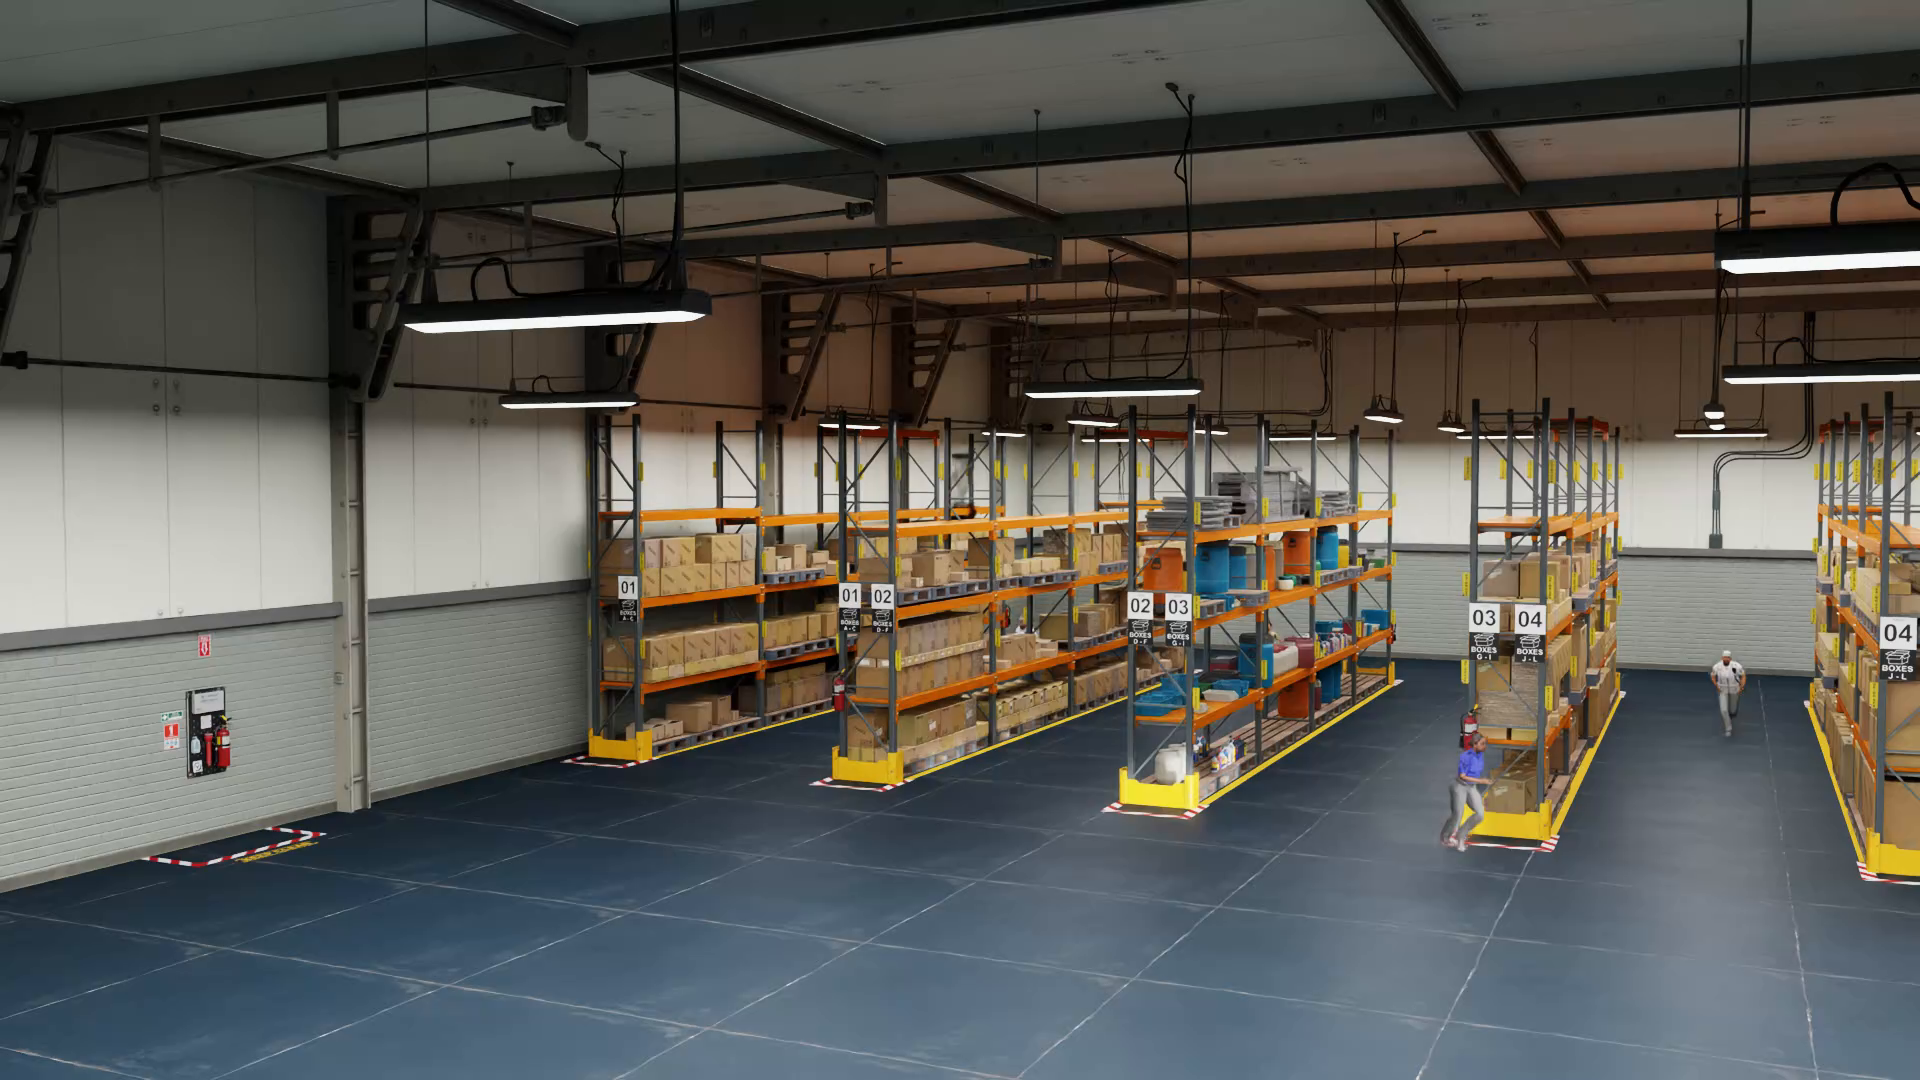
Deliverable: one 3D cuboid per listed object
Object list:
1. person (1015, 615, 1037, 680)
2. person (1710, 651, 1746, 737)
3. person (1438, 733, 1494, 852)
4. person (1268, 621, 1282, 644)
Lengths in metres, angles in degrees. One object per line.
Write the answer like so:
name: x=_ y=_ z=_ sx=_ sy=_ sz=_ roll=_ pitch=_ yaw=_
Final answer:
person: x=1.481 y=2.596 z=37.313 sx=0.631 sy=1.846 sz=0.822 roll=1 pitch=3 yaw=29
person: x=14.647 y=2.916 z=31.727 sx=0.621 sy=1.651 sz=0.787 roll=1 pitch=3 yaw=23
person: x=6.684 y=3.319 z=21.870 sx=0.516 sy=1.611 sz=0.860 roll=-2 pitch=3 yaw=-33
person: x=6.956 y=2.638 z=37.510 sx=0.569 sy=1.649 sz=0.879 roll=1 pitch=3 yaw=24
